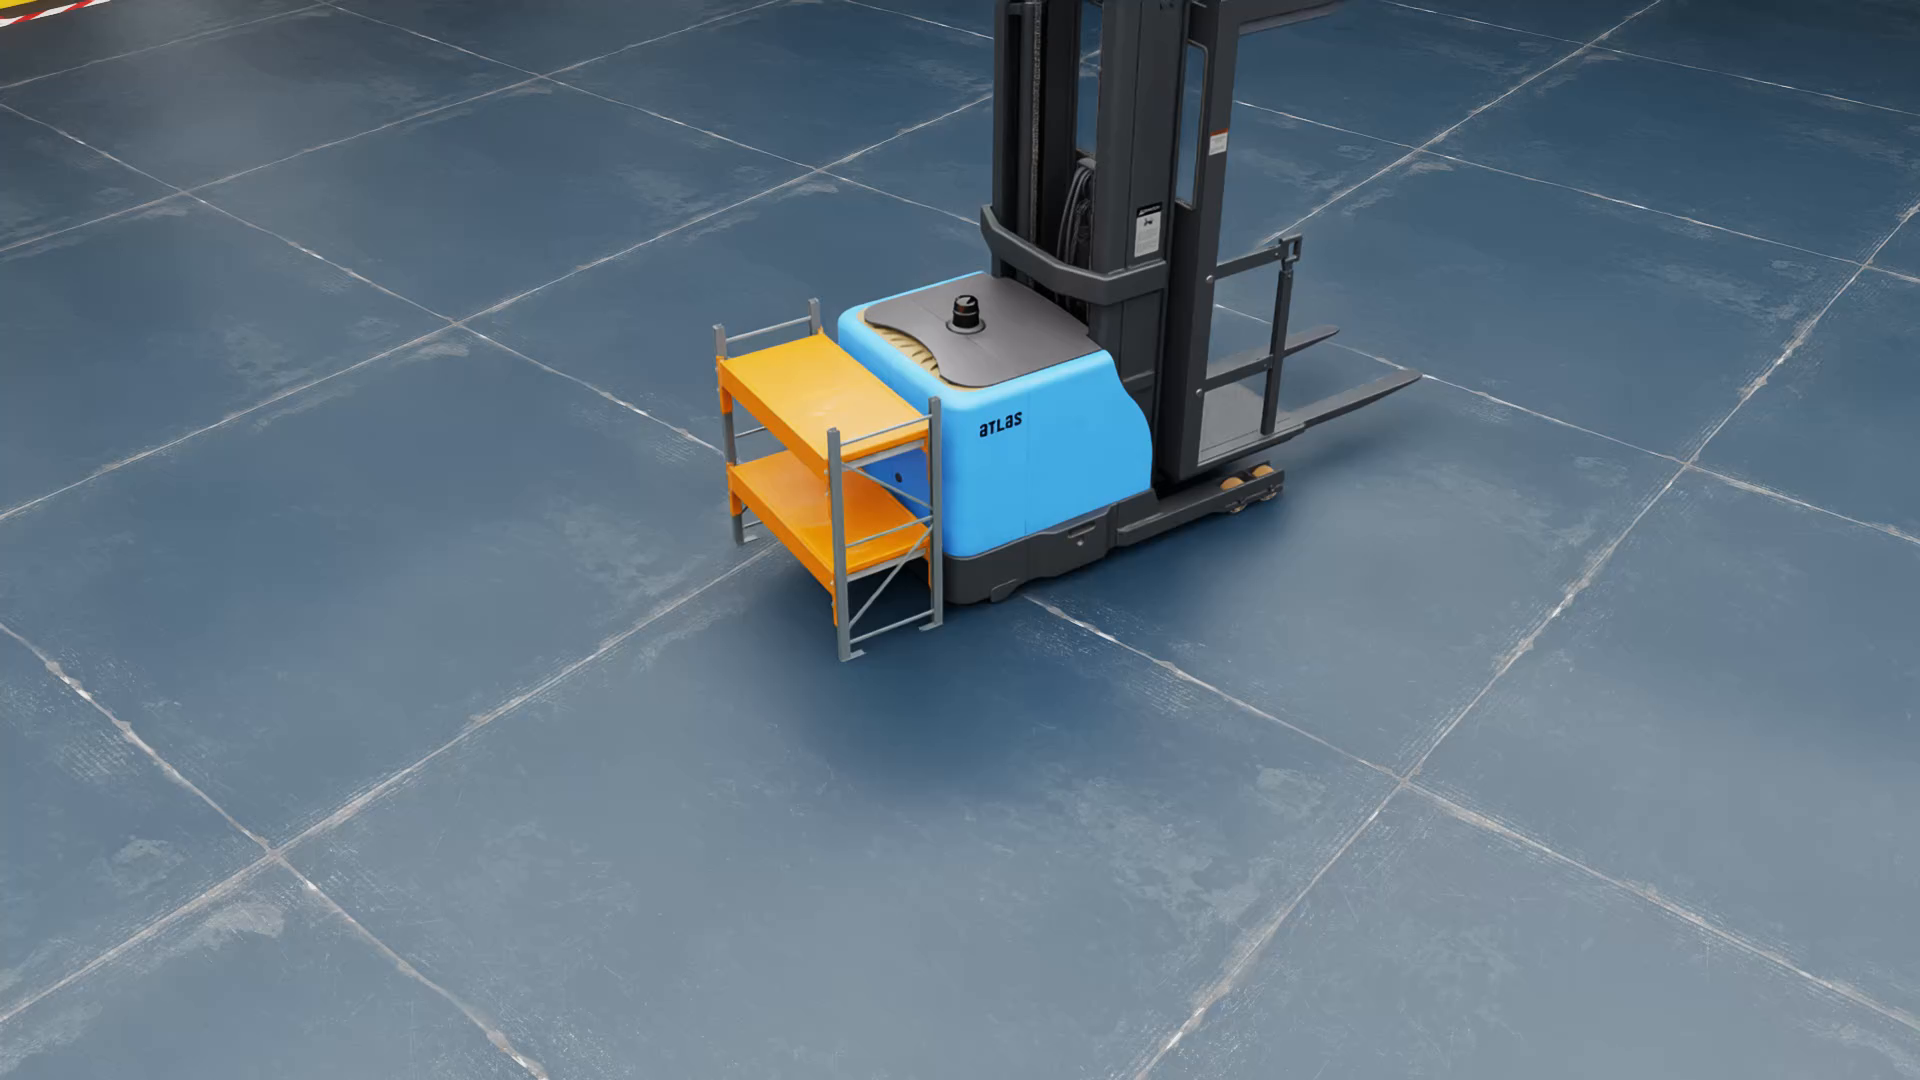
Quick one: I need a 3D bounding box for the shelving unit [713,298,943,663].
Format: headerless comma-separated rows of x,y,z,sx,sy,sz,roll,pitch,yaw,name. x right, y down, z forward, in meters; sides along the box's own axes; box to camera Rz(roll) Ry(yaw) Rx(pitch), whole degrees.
-0.564,-0.273,7.154,0.538,1.125,1.048,-20,39,-26,shelving unit

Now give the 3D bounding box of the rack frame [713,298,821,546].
-0.836,-0.517,7.508,0.500,1.125,0.032,-20,39,-26,rack frame

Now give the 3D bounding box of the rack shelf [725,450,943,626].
-0.564,-0.072,7.292,0.538,0.278,1.000,-20,39,-26,rack shelf

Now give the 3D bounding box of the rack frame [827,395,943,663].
-0.293,-0.030,6.799,0.500,1.125,0.032,-20,39,-26,rack frame

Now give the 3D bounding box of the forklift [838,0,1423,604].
0.956,-1.567,7.443,3.031,2.935,1.130,-21,39,-27,forklift

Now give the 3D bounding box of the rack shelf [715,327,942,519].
-0.565,-0.514,6.988,0.538,0.278,1.000,-20,39,-26,rack shelf
